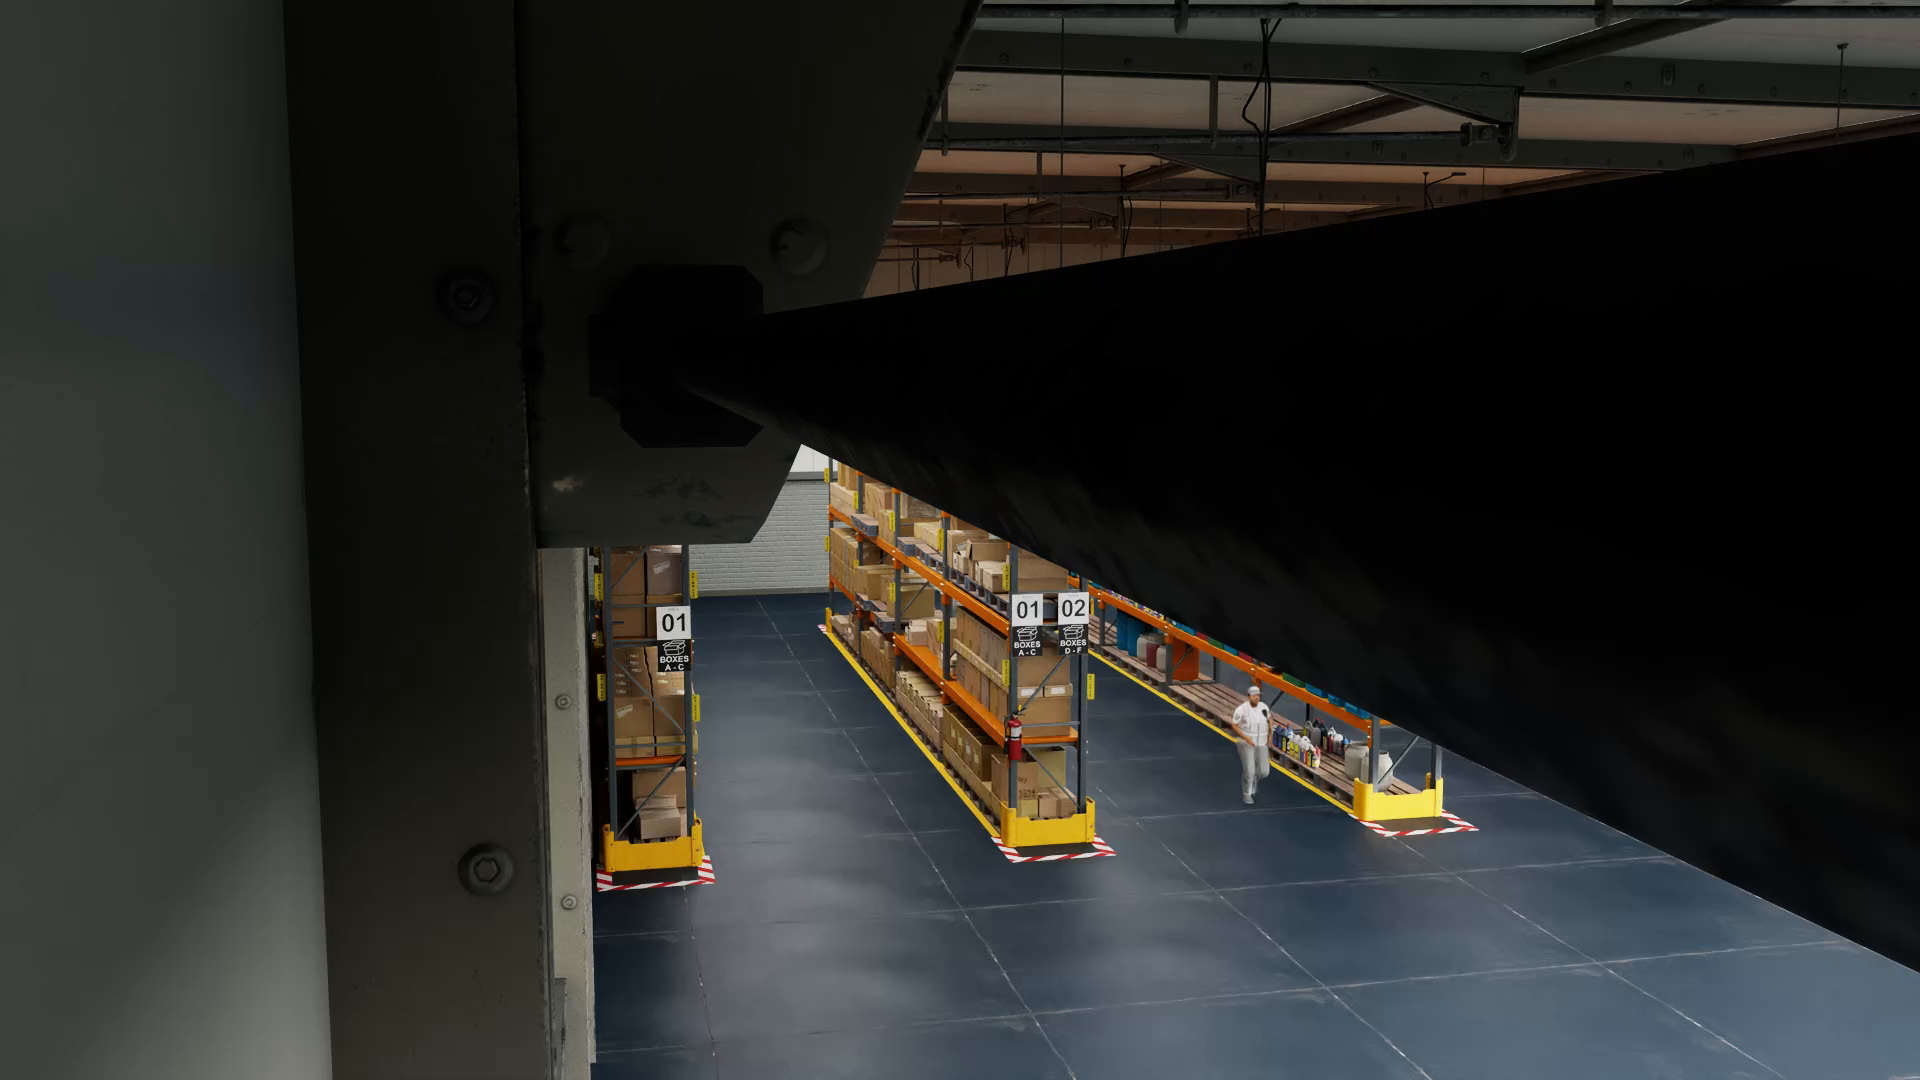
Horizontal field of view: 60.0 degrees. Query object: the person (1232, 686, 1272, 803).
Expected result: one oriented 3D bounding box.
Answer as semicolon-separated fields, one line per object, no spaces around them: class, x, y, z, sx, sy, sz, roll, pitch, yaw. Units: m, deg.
person;4.057;2.813;22.946;0.640;1.624;0.540;-2;7;-15
